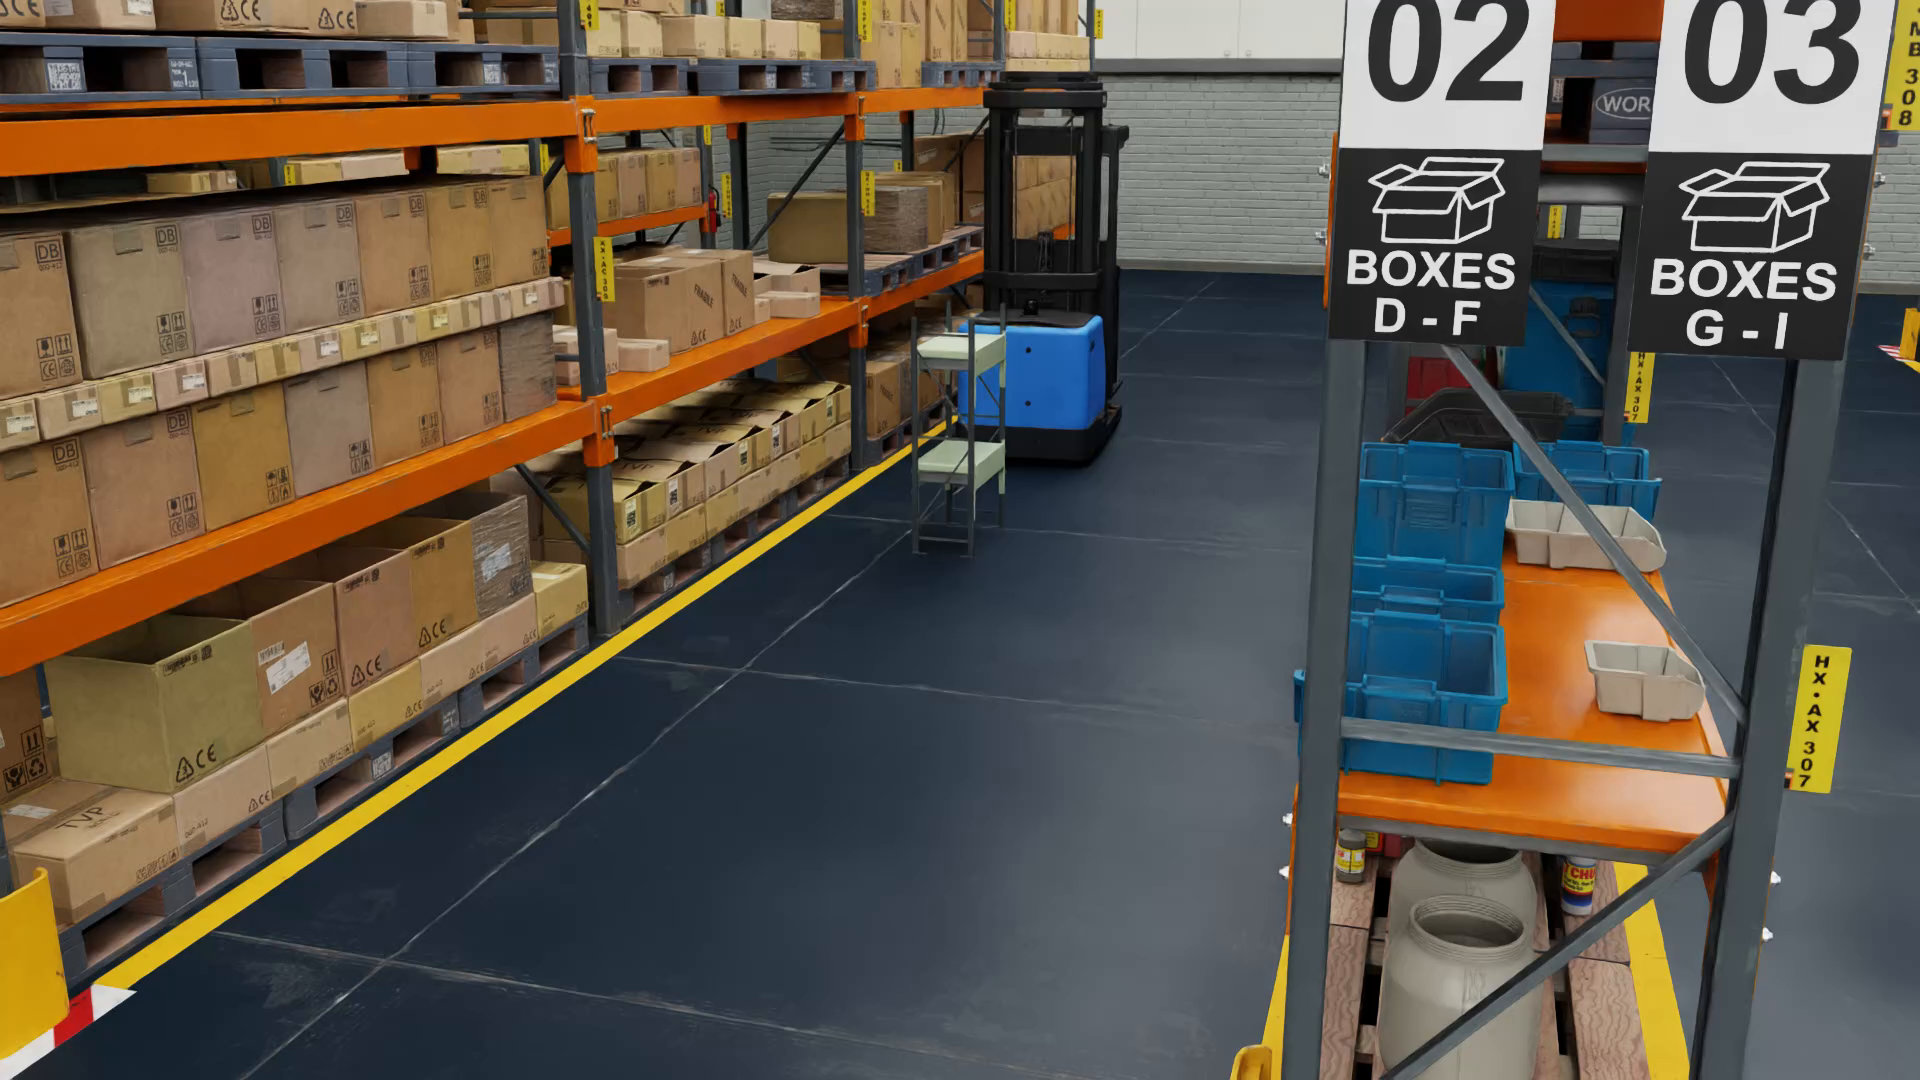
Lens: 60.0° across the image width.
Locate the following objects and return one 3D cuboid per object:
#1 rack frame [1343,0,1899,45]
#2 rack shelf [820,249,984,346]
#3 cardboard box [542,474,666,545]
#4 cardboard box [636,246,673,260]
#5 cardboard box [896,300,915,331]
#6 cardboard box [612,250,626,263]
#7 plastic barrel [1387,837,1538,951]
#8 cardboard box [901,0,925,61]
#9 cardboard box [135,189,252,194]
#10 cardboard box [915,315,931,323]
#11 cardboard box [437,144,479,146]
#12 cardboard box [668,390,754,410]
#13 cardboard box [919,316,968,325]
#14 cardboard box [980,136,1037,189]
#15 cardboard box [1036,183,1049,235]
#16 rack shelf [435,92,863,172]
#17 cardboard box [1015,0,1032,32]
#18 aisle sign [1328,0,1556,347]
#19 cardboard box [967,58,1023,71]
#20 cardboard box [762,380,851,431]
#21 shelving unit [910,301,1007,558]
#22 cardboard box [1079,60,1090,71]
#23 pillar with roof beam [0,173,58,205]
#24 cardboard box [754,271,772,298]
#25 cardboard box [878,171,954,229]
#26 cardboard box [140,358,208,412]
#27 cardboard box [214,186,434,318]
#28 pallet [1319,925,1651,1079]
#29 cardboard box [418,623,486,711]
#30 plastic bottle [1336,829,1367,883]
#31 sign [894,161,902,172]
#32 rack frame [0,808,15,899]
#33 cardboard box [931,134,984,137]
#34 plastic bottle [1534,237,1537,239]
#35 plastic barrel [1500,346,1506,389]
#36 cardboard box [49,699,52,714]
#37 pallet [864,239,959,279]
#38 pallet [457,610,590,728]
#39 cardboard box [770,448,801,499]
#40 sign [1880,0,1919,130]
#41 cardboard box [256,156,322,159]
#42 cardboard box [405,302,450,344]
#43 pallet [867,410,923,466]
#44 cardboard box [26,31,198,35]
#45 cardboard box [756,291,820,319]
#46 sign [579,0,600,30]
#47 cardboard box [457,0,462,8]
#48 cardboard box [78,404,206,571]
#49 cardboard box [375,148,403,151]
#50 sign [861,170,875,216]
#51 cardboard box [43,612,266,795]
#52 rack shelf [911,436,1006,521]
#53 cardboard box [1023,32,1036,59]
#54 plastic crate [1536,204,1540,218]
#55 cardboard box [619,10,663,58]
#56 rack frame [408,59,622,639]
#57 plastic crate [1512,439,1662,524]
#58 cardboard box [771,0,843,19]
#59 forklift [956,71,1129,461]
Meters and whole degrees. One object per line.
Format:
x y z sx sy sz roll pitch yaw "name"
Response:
1.270 -2.420 2.870 1.000 3.000 0.127 5 16 16 "rack frame"
-0.636 -2.189 14.368 1.077 0.370 4.000 5 16 16 "rack shelf"
-1.985 -0.203 9.290 0.500 0.311 0.500 5 16 16 "cardboard box"
-3.718 -3.494 20.273 0.380 0.149 0.250 5 17 17 "cardboard box"
-0.723 -2.059 14.991 0.500 0.250 0.500 5 16 16 "cardboard box"
-4.227 -3.392 19.914 0.380 0.149 0.250 5 17 17 "cardboard box"
1.526 1.152 5.061 0.421 0.512 0.421 0 16 0 "plastic barrel"
-0.658 -4.324 13.945 0.600 0.600 0.600 4 16 14 "cardboard box"
-6.079 -2.531 13.266 0.700 0.500 0.500 3 16 9 "cardboard box"
-0.580 -1.819 15.521 0.500 0.500 0.500 5 17 17 "cardboard box"
-5.199 -3.903 16.953 0.500 0.250 0.500 5 17 18 "cardboard box"
-1.776 -0.908 11.777 0.500 0.311 0.500 4 16 14 "cardboard box"
-0.082 -1.787 15.408 0.500 0.500 0.500 5 16 16 "cardboard box"
0.482 -3.824 16.798 0.500 0.500 0.500 4 16 14 "cardboard box"
0.625 -3.483 17.431 0.500 0.500 0.500 5 16 16 "cardboard box"
-1.773 -2.586 10.269 1.077 0.370 4.000 5 16 16 "rack shelf"
0.312 -5.280 16.437 0.700 0.500 0.500 5 16 16 "cardboard box"
0.965 -0.789 3.348 0.394 0.787 0.004 5 16 16 "aisle sign"
0.308 -4.537 16.107 0.500 0.250 0.500 5 16 16 "cardboard box"
-1.117 -1.005 12.116 0.500 0.311 0.500 5 17 17 "cardboard box"
-0.002 -0.720 10.619 0.431 1.500 0.755 5 16 16 "shelving unit"
1.176 -5.321 18.869 0.500 0.250 0.500 5 16 16 "cardboard box"
-3.026 -4.674 10.818 9.100 9.000 0.400 5 16 16 "pillar with roof beam"
-1.644 -1.750 11.665 0.500 0.311 0.500 4 16 15 "cardboard box"
-0.417 -3.202 15.668 0.700 0.500 0.500 -1 16 -3 "cardboard box"
-2.941 -0.565 5.953 0.380 0.149 0.250 4 16 15 "cardboard box"
-2.747 -1.258 7.206 0.700 0.500 0.500 5 16 16 "cardboard box"
1.483 1.572 4.900 1.003 0.211 1.213 5 16 16 "pallet"
-2.543 0.556 7.642 0.500 0.250 0.500 5 16 16 "cardboard box"
1.372 1.086 5.824 0.097 0.201 0.097 0 16 0 "plastic bottle"
-0.590 -3.515 16.138 0.100 0.325 0.005 5 16 16 "sign"
-3.478 0.081 5.046 1.000 3.000 0.127 5 16 16 "rack frame"
-0.029 -3.874 16.975 0.500 0.500 0.500 4 16 15 "cardboard box"
4.856 -2.425 14.095 0.061 0.283 0.133 5 16 16 "plastic bottle"
2.889 -0.879 8.182 0.433 0.535 0.433 0 16 0 "plastic barrel"
-3.341 0.415 6.764 0.500 0.500 0.500 5 16 16 "cardboard box"
-0.656 -2.429 14.246 1.003 0.211 1.213 5 16 16 "pallet"
-2.607 0.581 8.394 1.003 0.211 1.213 5 16 16 "pallet"
-1.409 -0.468 11.252 0.500 0.250 0.500 5 17 17 "cardboard box"
1.796 -0.937 3.123 0.100 0.325 0.005 5 16 16 "sign"
-5.924 -3.231 14.583 0.500 0.250 0.500 4 16 14 "cardboard box"
-2.504 -0.972 7.386 0.380 0.149 0.250 5 16 16 "cardboard box"
-0.956 -0.863 13.484 1.003 0.211 1.213 5 16 16 "pallet"
-3.245 -2.056 6.220 0.500 0.311 0.500 7 17 22 "cardboard box"
-1.195 -1.634 11.554 0.380 0.149 0.250 5 16 16 "cardboard box"
-1.809 -2.653 8.095 0.100 0.325 0.005 5 16 16 "sign"
-5.194 -5.285 16.104 0.500 0.250 0.500 6 17 20 "cardboard box"
-3.188 -0.226 5.945 0.700 0.500 0.500 5 17 17 "cardboard box"
-5.479 -3.634 16.005 0.500 0.250 0.500 4 16 14 "cardboard box"
-0.671 -2.527 12.118 0.100 0.325 0.005 5 16 16 "sign"
-2.972 0.587 6.157 0.500 0.500 0.500 5 16 16 "cardboard box"
-0.002 -0.406 10.708 0.431 0.370 0.720 5 16 16 "rack shelf"
0.449 -4.909 16.500 0.500 0.250 0.500 5 16 16 "cardboard box"
5.175 -2.947 15.495 0.402 0.464 0.583 5 16 16 "plastic crate"
-2.003 -2.843 9.362 0.500 0.250 0.500 3 16 10 "cardboard box"
-2.341 -0.965 8.736 1.000 3.000 0.127 5 16 16 "rack frame"
2.353 -0.198 6.303 0.499 0.251 0.616 5 16 16 "plastic crate"
-1.074 -4.098 12.266 0.500 0.500 0.500 5 16 16 "cardboard box"
0.788 -2.377 13.839 1.130 2.935 3.031 3 16 12 "forklift"
